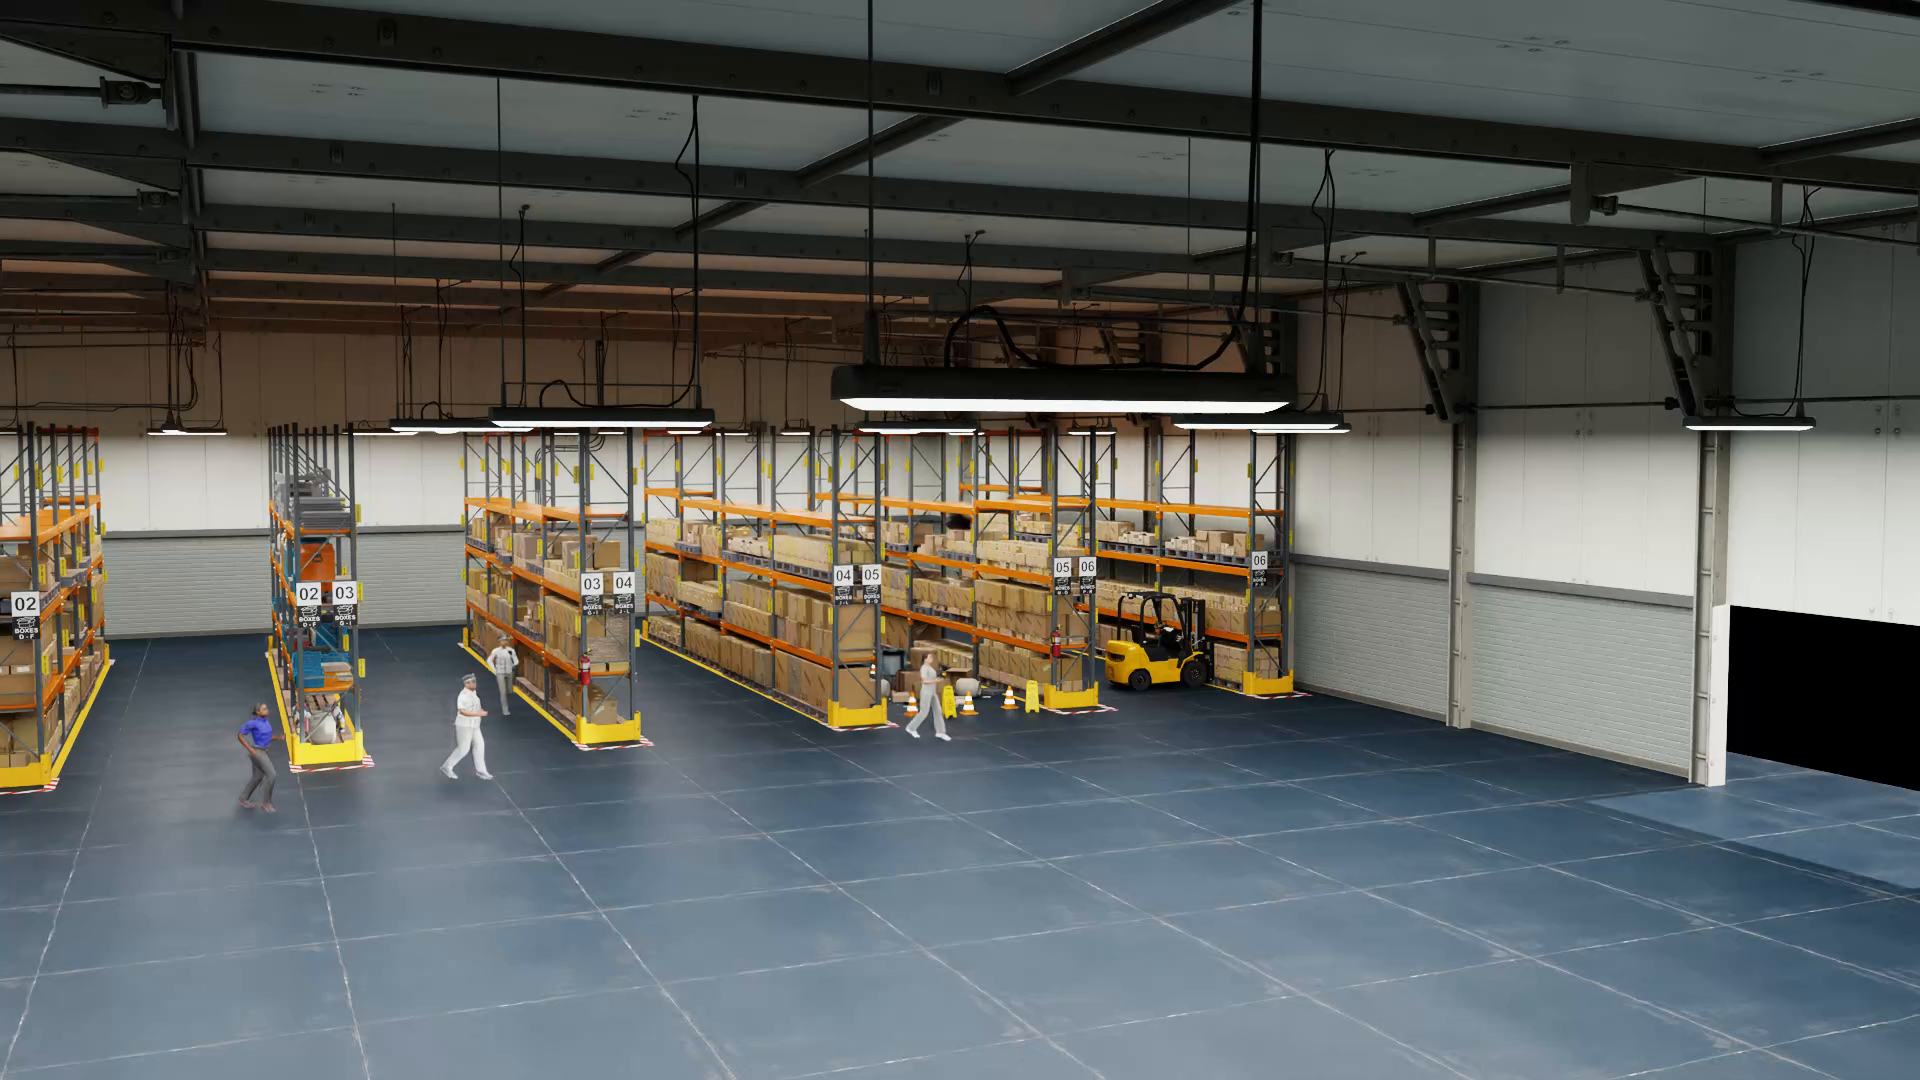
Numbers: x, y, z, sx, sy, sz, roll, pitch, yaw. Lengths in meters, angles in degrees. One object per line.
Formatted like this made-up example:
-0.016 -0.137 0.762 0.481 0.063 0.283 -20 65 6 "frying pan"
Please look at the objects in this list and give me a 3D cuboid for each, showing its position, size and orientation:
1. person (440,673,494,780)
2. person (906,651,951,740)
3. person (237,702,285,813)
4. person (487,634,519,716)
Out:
-8.261 3.133 27.865 0.860 1.820 0.681 0 3 3 "person"
-0.603 2.941 31.444 0.884 1.681 0.559 1 4 19 "person"
-10.743 3.347 25.522 0.752 1.716 0.555 0 3 -2 "person"
-9.474 2.775 34.540 0.626 1.665 0.804 -2 4 -28 "person"
